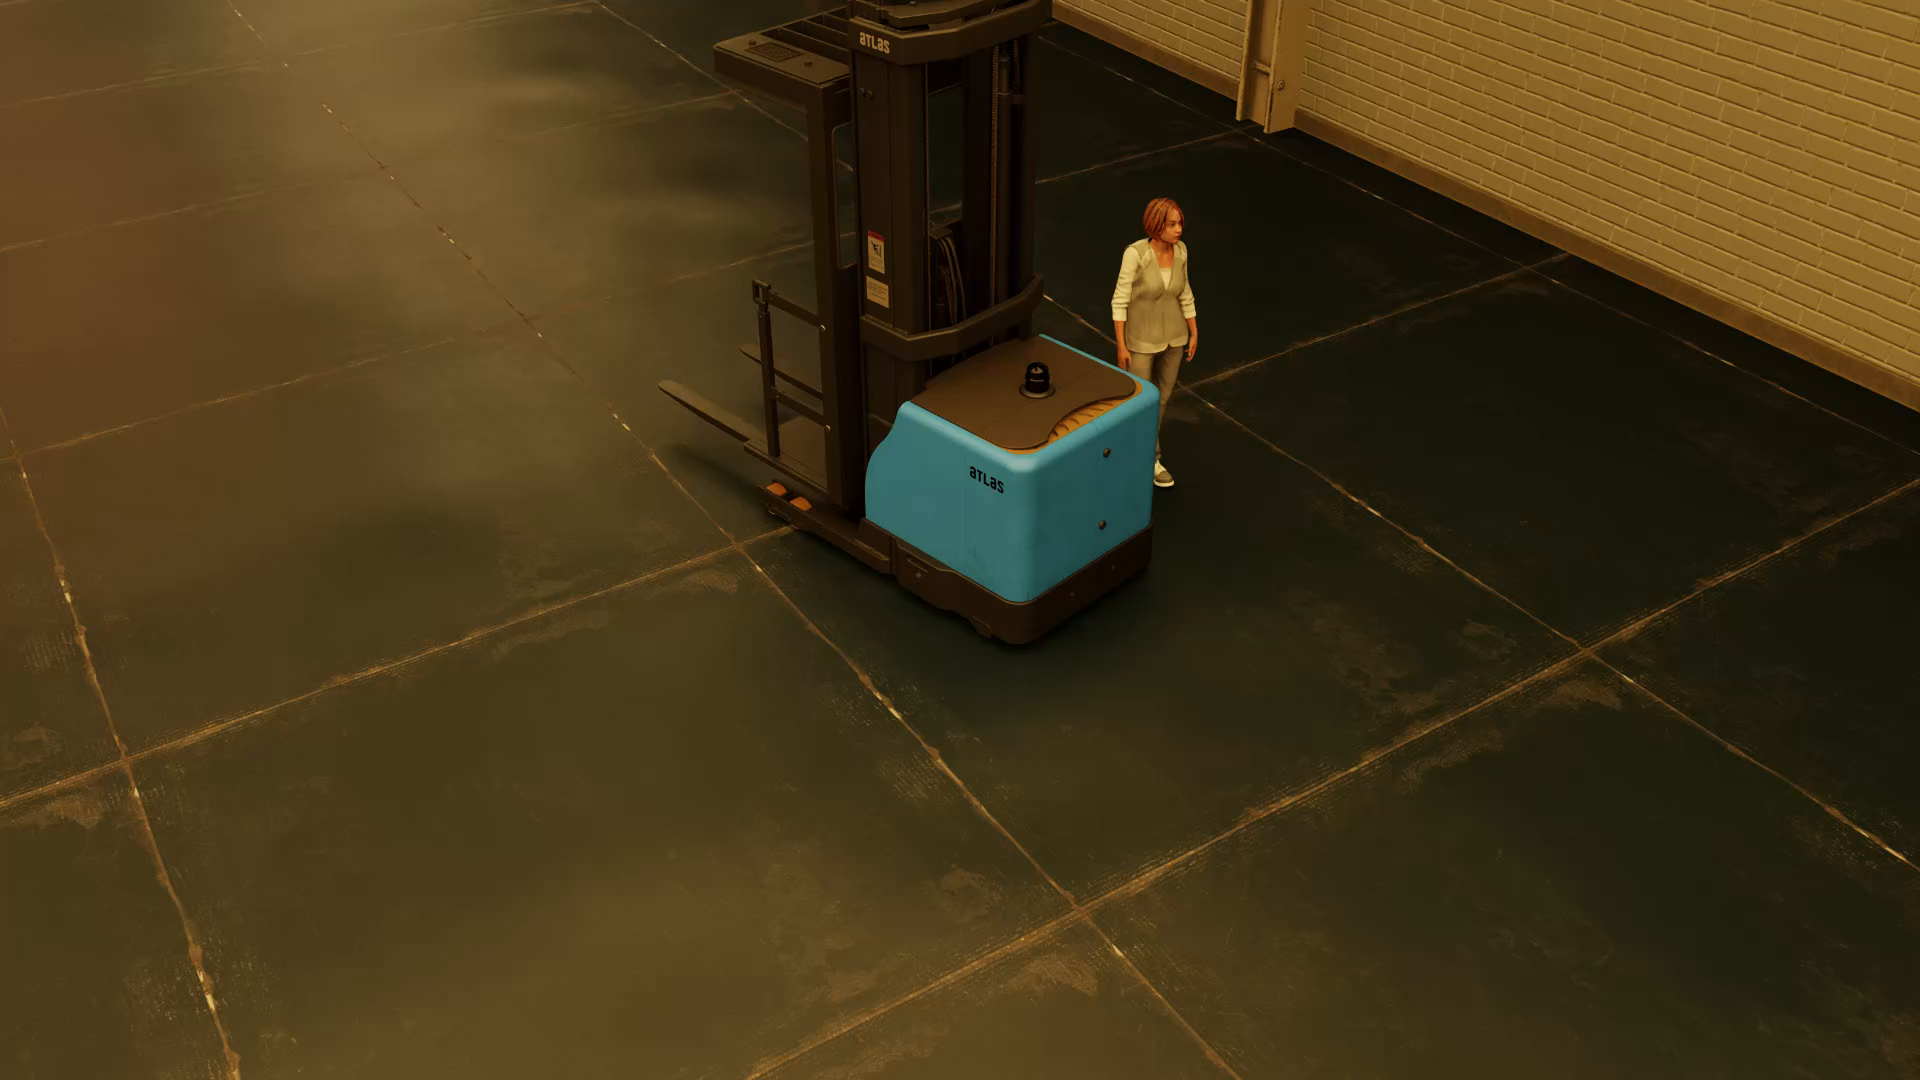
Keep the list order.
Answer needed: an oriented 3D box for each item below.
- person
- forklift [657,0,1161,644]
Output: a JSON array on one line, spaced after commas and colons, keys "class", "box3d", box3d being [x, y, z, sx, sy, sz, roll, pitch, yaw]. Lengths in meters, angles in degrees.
[{"class": "person", "box3d": [1.046, -0.987, 8.700, 0.520, 1.597, 0.475, -17, 38, -22]}, {"class": "forklift", "box3d": [-0.435, -1.446, 8.205, 3.031, 2.935, 1.130, 29, 45, 35]}]
